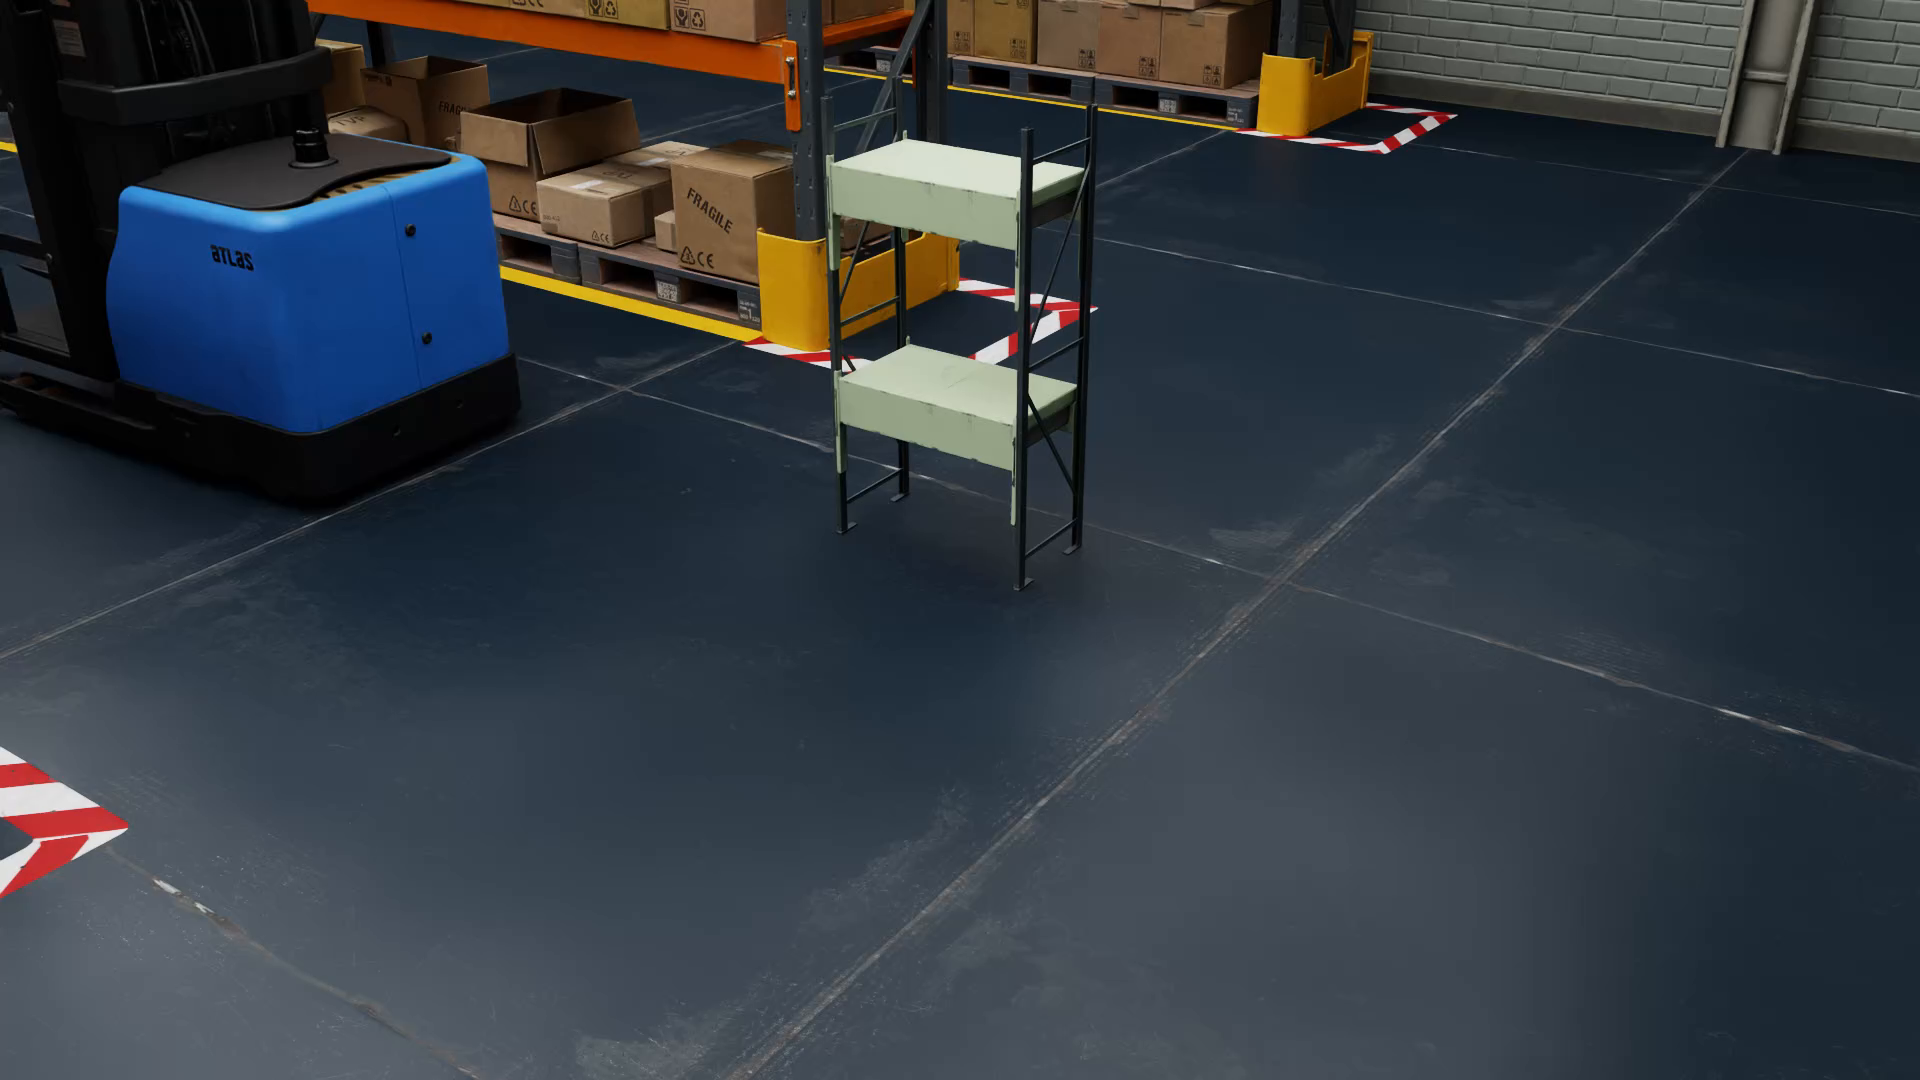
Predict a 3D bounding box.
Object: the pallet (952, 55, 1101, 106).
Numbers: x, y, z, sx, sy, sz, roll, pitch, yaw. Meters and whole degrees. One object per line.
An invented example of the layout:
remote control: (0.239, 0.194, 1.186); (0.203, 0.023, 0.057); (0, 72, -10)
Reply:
pallet: (0.710, -3.504, 12.403); (1.213, 0.211, 1.003); (17, 32, 30)

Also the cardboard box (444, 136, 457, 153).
cardboard box: (-2.711, -2.243, 9.508); (0.250, 0.149, 0.380); (17, 32, 30)

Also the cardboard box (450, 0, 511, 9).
cardboard box: (-2.163, -2.854, 7.940); (0.500, 0.500, 0.500); (17, 31, 30)

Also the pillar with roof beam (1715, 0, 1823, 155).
pillar with roof beam: (2.692, -4.951, 5.558); (0.400, 9.000, 9.100); (17, 32, 30)

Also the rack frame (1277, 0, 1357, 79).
rack frame: (2.414, -4.257, 10.808); (0.127, 3.000, 1.000); (17, 32, 30)

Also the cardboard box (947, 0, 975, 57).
cardboard box: (0.088, -3.997, 12.589); (0.500, 0.500, 0.700); (17, 32, 30)

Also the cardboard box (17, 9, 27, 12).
cardboard box: (-6.078, -3.388, 11.371); (0.500, 0.500, 0.500); (19, 32, 32)

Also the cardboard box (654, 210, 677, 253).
cardboard box: (-1.258, -1.523, 8.074); (0.250, 0.166, 0.380); (17, 32, 30)

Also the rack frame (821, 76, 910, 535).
rack frame: (-0.307, -0.764, 5.598); (0.023, 1.500, 0.400); (17, 32, 30)

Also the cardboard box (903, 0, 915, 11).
cardboard box: (-0.324, -4.127, 12.845); (0.500, 0.500, 0.700); (18, 32, 31)

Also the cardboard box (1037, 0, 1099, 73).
cardboard box: (0.953, -3.730, 12.065); (0.500, 0.500, 0.700); (16, 31, 29)

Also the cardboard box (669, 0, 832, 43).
cardboard box: (-0.910, -2.462, 7.170); (0.500, 0.500, 0.500); (18, 32, 32)

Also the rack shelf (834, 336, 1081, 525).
rack shelf: (-0.006, -0.380, 5.561); (0.720, 0.370, 0.431); (17, 32, 30)

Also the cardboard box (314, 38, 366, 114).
cardboard box: (-3.945, -2.729, 10.076); (0.500, 0.500, 0.500); (16, 31, 28)

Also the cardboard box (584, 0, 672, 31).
cardboard box: (-1.340, -2.594, 7.430); (0.500, 0.500, 0.500); (18, 32, 31)

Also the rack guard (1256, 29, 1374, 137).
rack guard: (2.434, -3.137, 11.363); (0.348, 0.500, 1.175); (17, 32, 30)

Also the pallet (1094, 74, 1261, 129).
pallet: (1.711, -3.190, 11.786); (1.213, 0.211, 1.003); (17, 32, 30)

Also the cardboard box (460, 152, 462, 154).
cardboard box: (-2.742, -1.958, 8.928); (0.250, 0.166, 0.380); (17, 32, 30)

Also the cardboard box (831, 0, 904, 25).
cardboard box: (-0.604, -2.661, 7.562); (0.500, 0.500, 0.500); (18, 32, 31)

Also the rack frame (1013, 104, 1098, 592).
rack frame: (0.296, -0.576, 5.229); (0.023, 1.500, 0.400); (17, 32, 30)

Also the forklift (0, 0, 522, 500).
forklift: (-3.272, -1.938, 6.327); (3.031, 2.935, 1.130); (16, 31, 28)

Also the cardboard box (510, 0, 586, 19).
cardboard box: (-1.748, -2.724, 7.685); (0.500, 0.500, 0.500); (18, 32, 31)

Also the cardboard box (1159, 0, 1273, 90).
cardboard box: (1.781, -3.473, 11.559); (0.500, 0.500, 0.700); (17, 32, 30)

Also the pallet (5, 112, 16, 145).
pallet: (-5.386, -2.696, 10.816); (1.213, 0.211, 1.003); (17, 32, 30)

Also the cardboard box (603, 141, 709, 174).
cardboard box: (-1.499, -1.877, 8.678); (0.500, 0.250, 0.500); (17, 32, 30)

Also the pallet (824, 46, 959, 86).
pallet: (-0.300, -3.817, 13.018); (1.213, 0.211, 1.003); (17, 32, 30)

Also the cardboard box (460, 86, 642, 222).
cardboard box: (-2.133, -2.034, 8.708); (0.637, 0.503, 0.797); (17, 32, 30)

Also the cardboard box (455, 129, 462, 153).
cardboard box: (-2.436, -2.196, 9.238); (0.500, 0.311, 0.500); (17, 32, 30)

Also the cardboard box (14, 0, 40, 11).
cardboard box: (-6.029, -3.709, 11.176); (0.500, 0.250, 0.500); (19, 32, 32)

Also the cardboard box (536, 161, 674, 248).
cardboard box: (-1.741, -1.678, 8.286); (0.500, 0.250, 0.500); (17, 32, 30)

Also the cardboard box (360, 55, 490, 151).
cardboard box: (-3.054, -2.473, 9.573); (0.500, 0.500, 0.500); (17, 32, 30)

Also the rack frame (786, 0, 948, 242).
rack frame: (-0.387, -2.404, 7.167); (0.127, 3.000, 1.000); (17, 32, 30)

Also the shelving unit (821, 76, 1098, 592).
shelving unit: (-0.006, -0.670, 5.413); (0.755, 1.500, 0.431); (17, 32, 30)

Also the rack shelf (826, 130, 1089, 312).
rack shelf: (-0.006, -1.018, 5.236); (0.720, 0.370, 0.431); (17, 32, 30)

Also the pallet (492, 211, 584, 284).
pallet: (-2.109, -1.699, 8.856); (1.213, 0.211, 1.003); (17, 32, 30)

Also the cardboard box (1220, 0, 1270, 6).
cardboard box: (1.997, -3.804, 11.496); (0.250, 0.149, 0.380); (18, 32, 31)

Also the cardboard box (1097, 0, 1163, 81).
cardboard box: (1.368, -3.601, 11.812); (0.500, 0.500, 0.700); (17, 32, 30)

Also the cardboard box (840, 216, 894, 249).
cardboard box: (-0.538, -1.566, 8.178); (0.250, 0.149, 0.380); (17, 32, 30)

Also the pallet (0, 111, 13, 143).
pallet: (-6.387, -3.010, 11.432); (1.213, 0.211, 1.003); (17, 32, 30)

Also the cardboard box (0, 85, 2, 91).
cardboard box: (-5.923, -3.054, 10.714); (0.500, 0.500, 0.500); (17, 31, 30)

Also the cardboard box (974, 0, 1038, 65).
cardboard box: (0.510, -3.864, 12.329); (0.500, 0.500, 0.700); (18, 32, 31)

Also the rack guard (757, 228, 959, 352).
rack guard: (-0.450, -1.310, 7.772); (0.348, 0.500, 1.175); (17, 32, 30)

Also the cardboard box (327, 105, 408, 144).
cardboard box: (-3.461, -2.240, 9.325); (0.500, 0.311, 0.500); (17, 32, 30)

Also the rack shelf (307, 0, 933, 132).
rack shelf: (-2.036, -2.597, 8.339); (4.000, 0.370, 1.077); (17, 32, 30)

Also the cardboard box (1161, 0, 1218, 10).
cardboard box: (1.572, -3.727, 11.343); (0.250, 0.149, 0.380); (17, 31, 30)

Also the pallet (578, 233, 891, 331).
pallet: (-1.107, -1.385, 8.239); (1.213, 0.211, 1.003); (17, 32, 30)

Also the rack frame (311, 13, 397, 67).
rack frame: (-3.684, -3.431, 9.185); (0.127, 3.000, 1.000); (17, 32, 30)

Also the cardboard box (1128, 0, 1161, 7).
cardboard box: (1.361, -3.792, 11.472); (0.250, 0.149, 0.380); (18, 32, 32)

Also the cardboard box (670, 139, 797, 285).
cardboard box: (-0.975, -1.534, 7.728); (0.500, 0.500, 0.500); (17, 32, 30)
